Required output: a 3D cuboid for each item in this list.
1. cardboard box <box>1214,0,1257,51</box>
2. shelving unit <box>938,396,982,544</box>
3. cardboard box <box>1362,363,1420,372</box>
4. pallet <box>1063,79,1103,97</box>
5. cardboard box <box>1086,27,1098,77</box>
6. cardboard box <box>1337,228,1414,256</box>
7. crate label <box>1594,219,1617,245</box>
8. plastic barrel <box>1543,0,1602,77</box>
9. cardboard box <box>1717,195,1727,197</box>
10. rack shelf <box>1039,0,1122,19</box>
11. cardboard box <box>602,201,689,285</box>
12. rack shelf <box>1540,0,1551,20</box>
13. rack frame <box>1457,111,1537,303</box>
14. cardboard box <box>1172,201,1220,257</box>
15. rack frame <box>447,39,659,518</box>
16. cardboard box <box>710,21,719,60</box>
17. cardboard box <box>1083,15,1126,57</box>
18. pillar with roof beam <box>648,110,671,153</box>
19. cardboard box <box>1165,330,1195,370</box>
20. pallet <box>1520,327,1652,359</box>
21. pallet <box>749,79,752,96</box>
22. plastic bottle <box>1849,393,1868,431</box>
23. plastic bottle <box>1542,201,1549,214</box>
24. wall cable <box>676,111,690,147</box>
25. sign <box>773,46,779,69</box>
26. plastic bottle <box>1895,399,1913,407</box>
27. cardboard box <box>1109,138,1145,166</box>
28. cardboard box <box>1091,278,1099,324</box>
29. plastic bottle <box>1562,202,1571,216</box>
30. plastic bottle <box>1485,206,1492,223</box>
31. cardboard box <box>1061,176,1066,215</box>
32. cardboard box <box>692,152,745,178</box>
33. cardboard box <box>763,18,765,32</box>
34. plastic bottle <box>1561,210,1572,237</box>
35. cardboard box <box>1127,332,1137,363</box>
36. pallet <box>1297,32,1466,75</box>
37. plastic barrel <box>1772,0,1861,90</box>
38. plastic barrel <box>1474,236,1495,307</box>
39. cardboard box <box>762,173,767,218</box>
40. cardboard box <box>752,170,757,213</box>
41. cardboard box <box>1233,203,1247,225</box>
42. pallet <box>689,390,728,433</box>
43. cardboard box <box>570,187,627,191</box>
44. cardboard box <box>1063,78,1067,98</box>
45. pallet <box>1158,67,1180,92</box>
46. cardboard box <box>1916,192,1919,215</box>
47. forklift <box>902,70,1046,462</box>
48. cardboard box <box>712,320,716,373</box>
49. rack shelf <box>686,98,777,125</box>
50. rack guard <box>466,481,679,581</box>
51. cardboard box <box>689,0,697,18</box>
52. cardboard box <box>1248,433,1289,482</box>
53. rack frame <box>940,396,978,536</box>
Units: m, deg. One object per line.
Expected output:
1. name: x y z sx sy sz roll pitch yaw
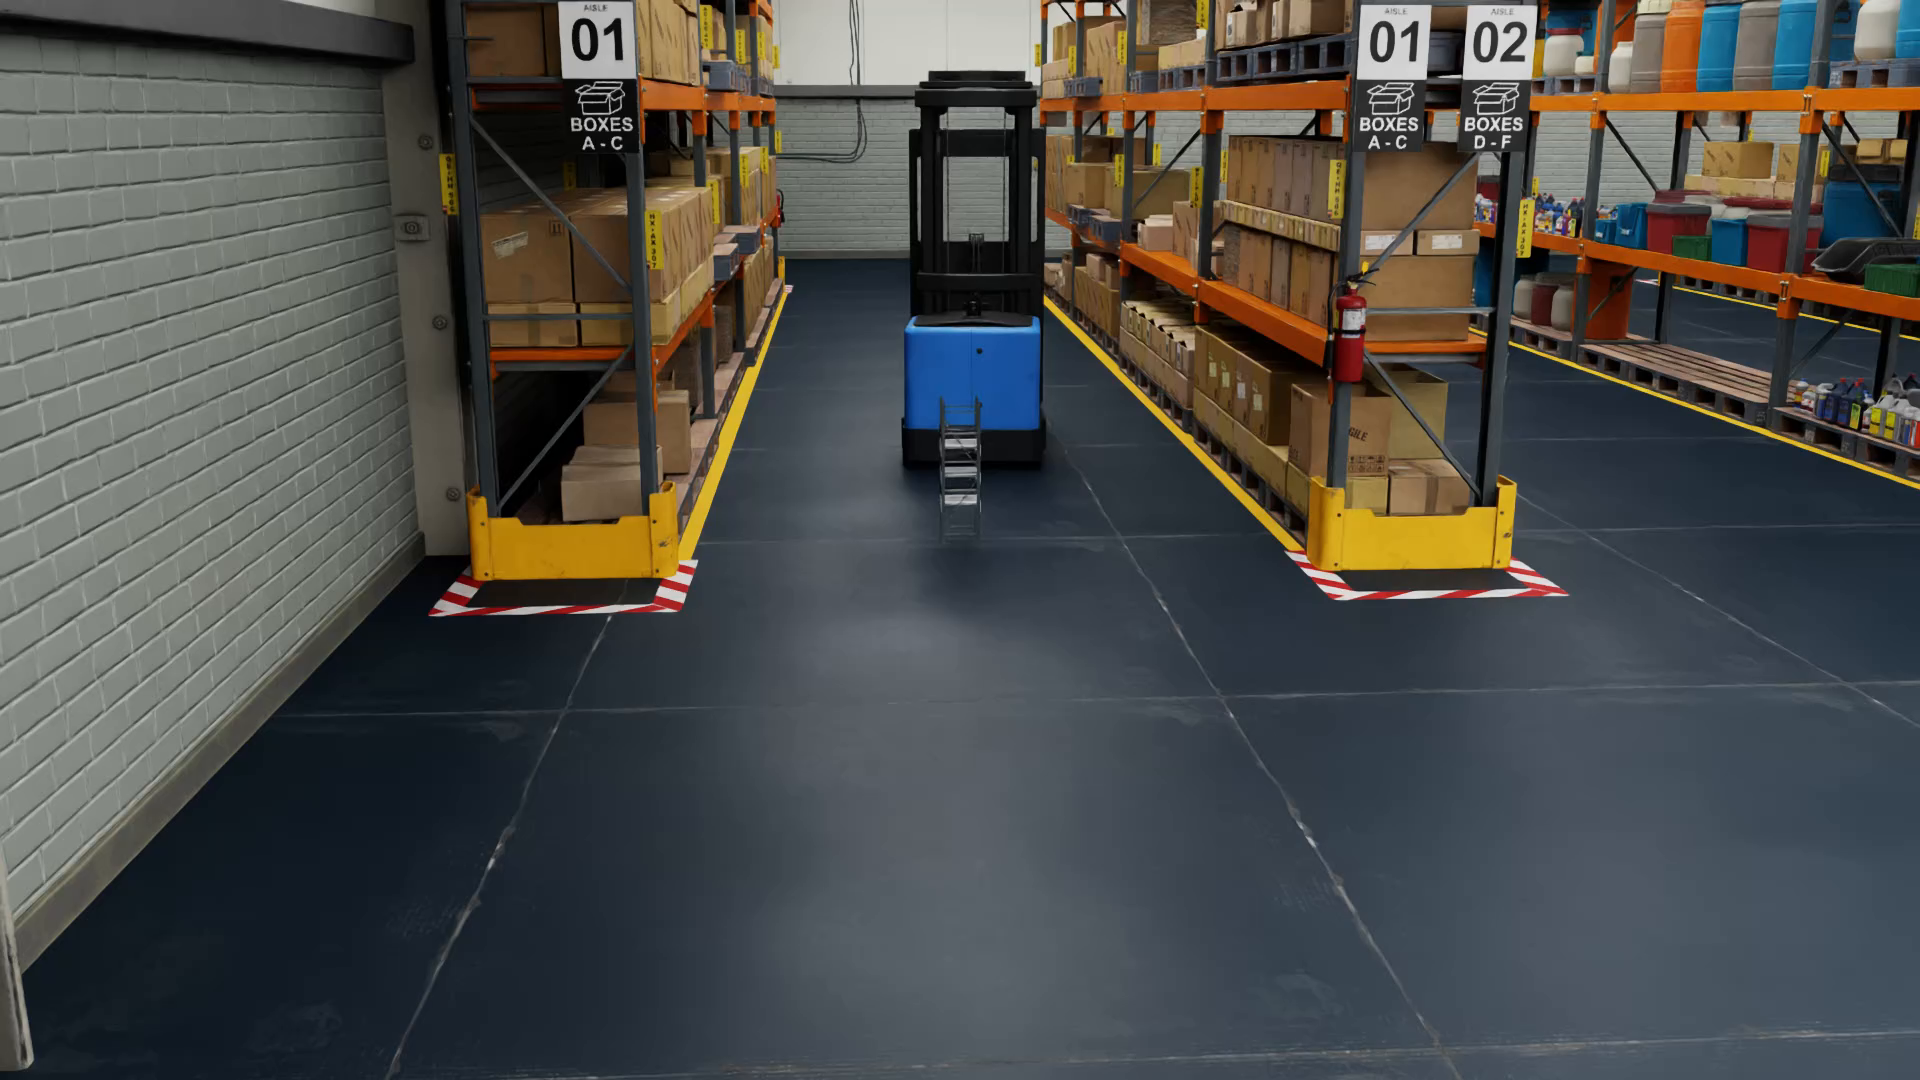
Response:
1. cardboard box: 2.212 -3.964 12.568 0.500 0.500 0.500 0 14 1
2. shelving unit: 0.000 -0.438 10.422 0.258 0.900 0.210 -1 14 -3
3. cardboard box: 2.804 -0.946 11.355 0.500 0.500 0.500 -1 14 -3
4. pallet: 1.919 -5.509 20.274 1.213 0.211 1.003 -1 14 -3
5. cardboard box: 1.906 -5.937 20.317 0.600 0.600 0.600 -2 15 -9
6. cardboard box: 2.478 -1.781 9.925 0.380 0.149 0.250 -1 14 -4
7. crate label: 6.792 -3.200 17.278 0.303 0.233 0.416 -1 14 -3
8. plastic barrel: 7.151 -5.863 19.424 0.600 0.901 0.708 -1 14 -3
9. cardboard box: 11.346 -4.987 24.392 0.380 0.149 0.250 -1 14 -5
10. rack shelf: 1.824 -7.363 22.535 1.077 0.370 4.000 -1 14 -3
11. cardboard box: -2.028 -1.924 10.740 0.500 0.500 0.500 -1 14 -5
12. rack shelf: 7.016 -6.252 19.012 1.077 0.370 4.000 -1 14 -3
13. rack frame: 6.892 -4.386 21.553 1.000 3.000 0.127 -1 14 -3
14. cardboard box: 2.316 -2.947 15.760 0.500 0.500 0.500 -2 15 -6
15. rack frame: -2.252 -1.249 9.359 1.000 3.000 0.127 -1 14 -3
16. cardboard box: -2.835 -5.070 17.108 0.700 0.500 0.500 -2 15 -8
17. cardboard box: 1.880 -6.416 21.216 0.700 0.500 0.500 -1 14 -3
18. pillar with roof beam: 0.394 -7.366 21.094 9.100 9.000 0.400 -1 14 -3
19. cardboard box: 2.094 -1.690 14.624 0.500 0.311 0.500 0 14 -2
20. pallet: 7.050 -2.236 18.794 1.003 0.211 1.213 -1 14 -3
21. pallet: -2.890 -5.366 19.725 0.805 0.209 1.217 -1 15 -6
22. plastic bottle: 7.004 -0.998 12.954 0.061 0.283 0.133 0 14 -1
23. plastic bottle: 7.170 -4.008 20.341 0.097 0.271 0.097 0 14 0
24. wall cable: -4.267 -6.024 25.879 0.084 1.984 1.851 -1 14 -3
25. sign: -2.701 -7.076 24.370 0.100 0.325 0.005 -1 14 -3
26. plastic bottle: 7.208 -0.939 12.739 0.152 0.276 0.135 -1 14 -3
27. cardboard box: 2.200 -4.965 21.595 0.500 0.500 0.500 -1 14 -2
28. cardboard box: 1.833 -2.806 19.547 0.500 0.500 0.500 -1 14 -6
29. plastic bottle: 7.316 -3.925 20.012 0.152 0.276 0.135 -1 14 -3
30. plastic bottle: 6.549 -4.024 20.546 0.097 0.201 0.097 0 14 0
31. cardboard box: 1.628 -4.607 22.213 0.500 0.500 0.500 0 14 -2
32. cardboard box: -2.520 -3.928 17.429 0.500 0.250 0.500 -1 14 -2
33. cardboard box: -2.798 -6.537 21.648 0.500 0.500 0.500 -1 14 -5
34. plastic bottle: 6.675 -3.486 18.290 0.061 0.283 0.133 -1 14 -3
35. cardboard box: 1.967 -1.928 16.674 0.500 0.250 0.500 -1 14 -5
36. pallet: 2.674 -2.912 9.982 1.003 0.211 1.213 -1 14 -3
37. plastic barrel: 7.140 -4.215 13.863 0.600 0.901 0.708 -1 14 -3
38. plastic barrel: 6.909 -3.438 21.235 0.600 0.901 0.708 -1 14 -3
39. cardboard box: -3.013 -4.513 21.447 0.980 0.700 0.700 -1 14 -3
40. cardboard box: -2.651 -4.072 19.497 0.500 0.500 0.500 -1 14 -3
41. cardboard box: 2.301 -2.487 12.670 0.380 0.149 0.250 -1 14 -5
42. pallet: -2.550 -1.087 14.326 1.003 0.211 1.213 -1 14 -3
43. cardboard box: -2.679 -2.424 12.682 0.500 0.500 0.500 -1 14 -5
44. cardboard box: 1.632 -5.932 21.842 0.500 0.250 0.500 -1 14 -3
45. pallet: 2.400 -4.231 15.311 1.003 0.211 1.213 0 14 -1
46. cardboard box: 11.715 -4.015 19.909 0.500 0.500 0.500 -1 14 -2
47. forklift: 0.149 -2.323 13.674 1.130 2.935 3.031 1 14 2
48. cardboard box: -2.676 -1.809 15.673 0.700 0.500 0.500 -1 14 -4
49. rack shelf: -3.120 -5.835 22.608 1.077 0.370 4.000 -1 14 -3
50. rack guard: -2.257 -0.057 9.744 1.175 0.500 0.348 -1 14 -3
51. cardboard box: -2.198 -4.118 12.244 0.500 0.500 0.500 -2 15 -8
52. cardboard box: 2.288 -0.575 11.417 0.500 0.250 0.500 -1 14 -3
53. rack frame: -0.007 -0.463 10.520 0.240 0.900 0.006 -1 14 -3
